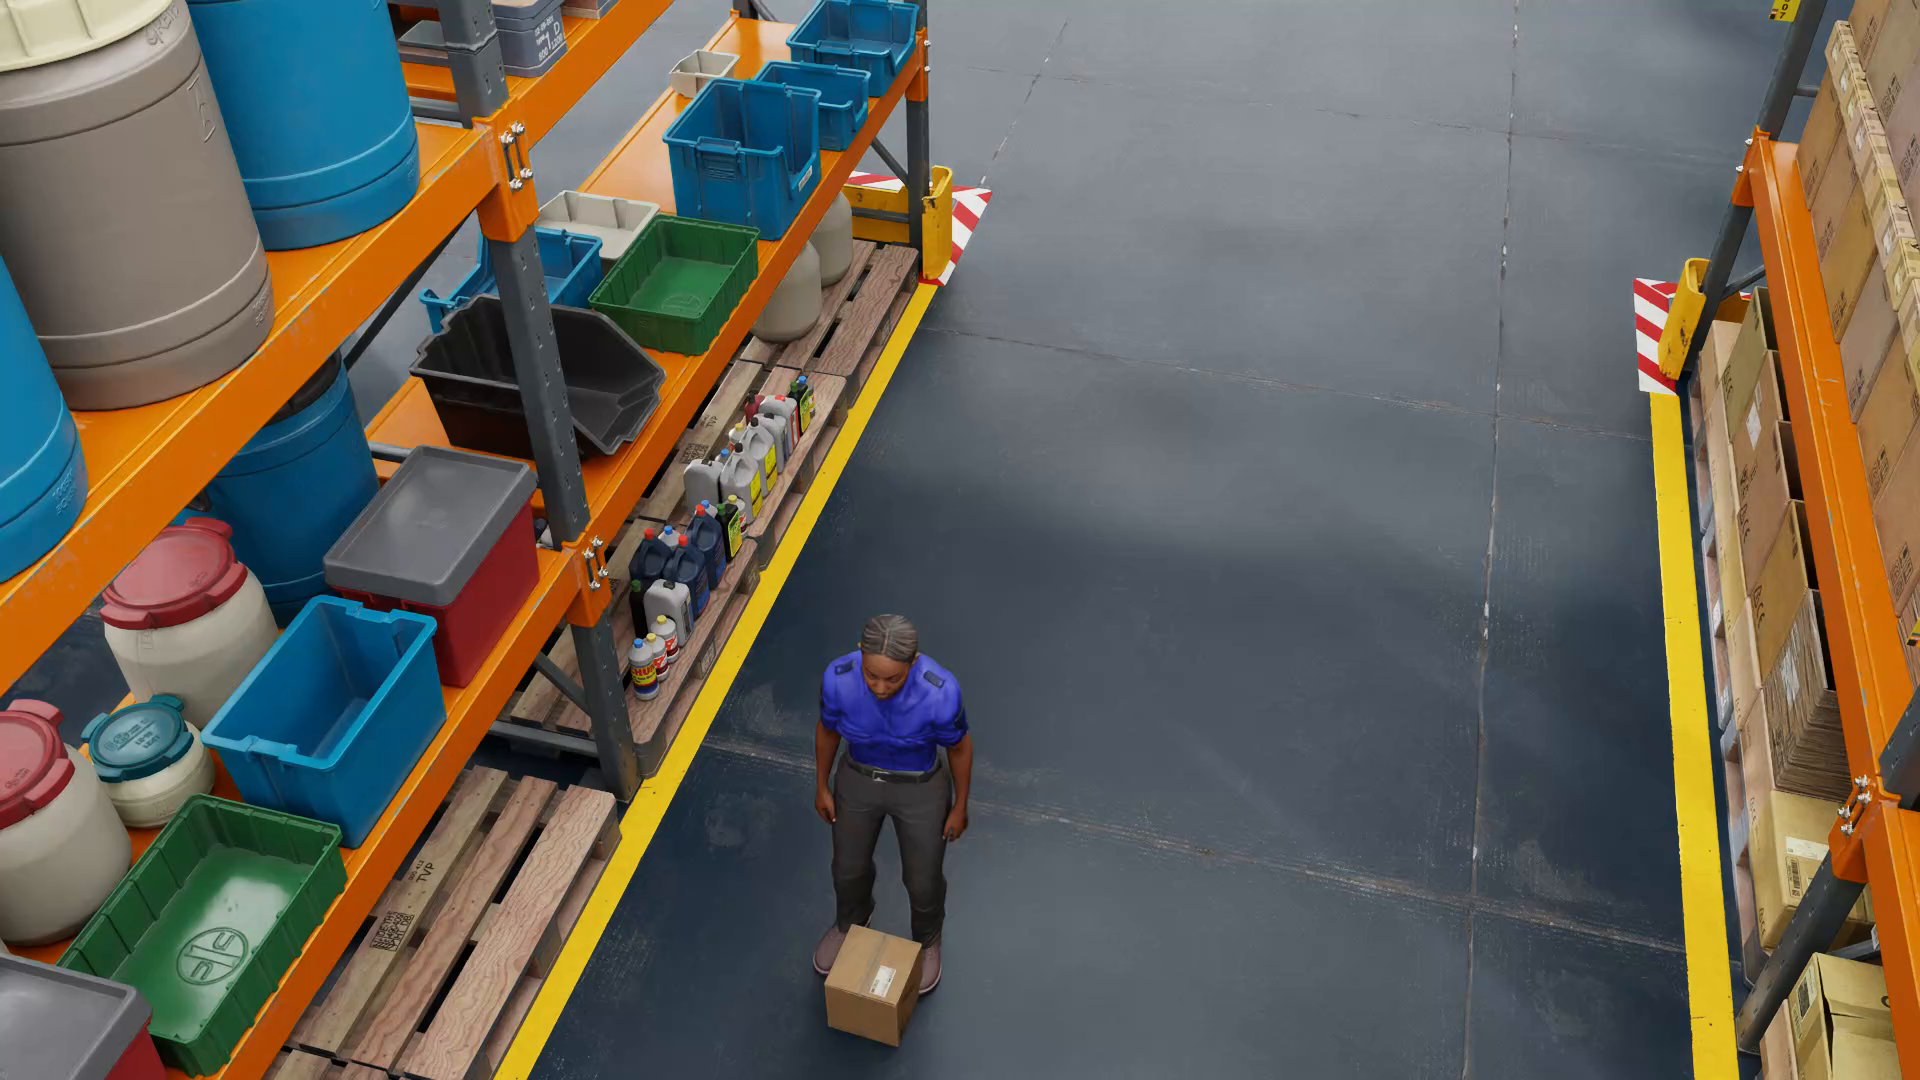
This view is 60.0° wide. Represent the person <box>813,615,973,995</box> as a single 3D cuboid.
[{"bbox_3d":[-0.228,0.803,5.248,0.530,1.653,0.352,8,42,9],"label":"person"}]
